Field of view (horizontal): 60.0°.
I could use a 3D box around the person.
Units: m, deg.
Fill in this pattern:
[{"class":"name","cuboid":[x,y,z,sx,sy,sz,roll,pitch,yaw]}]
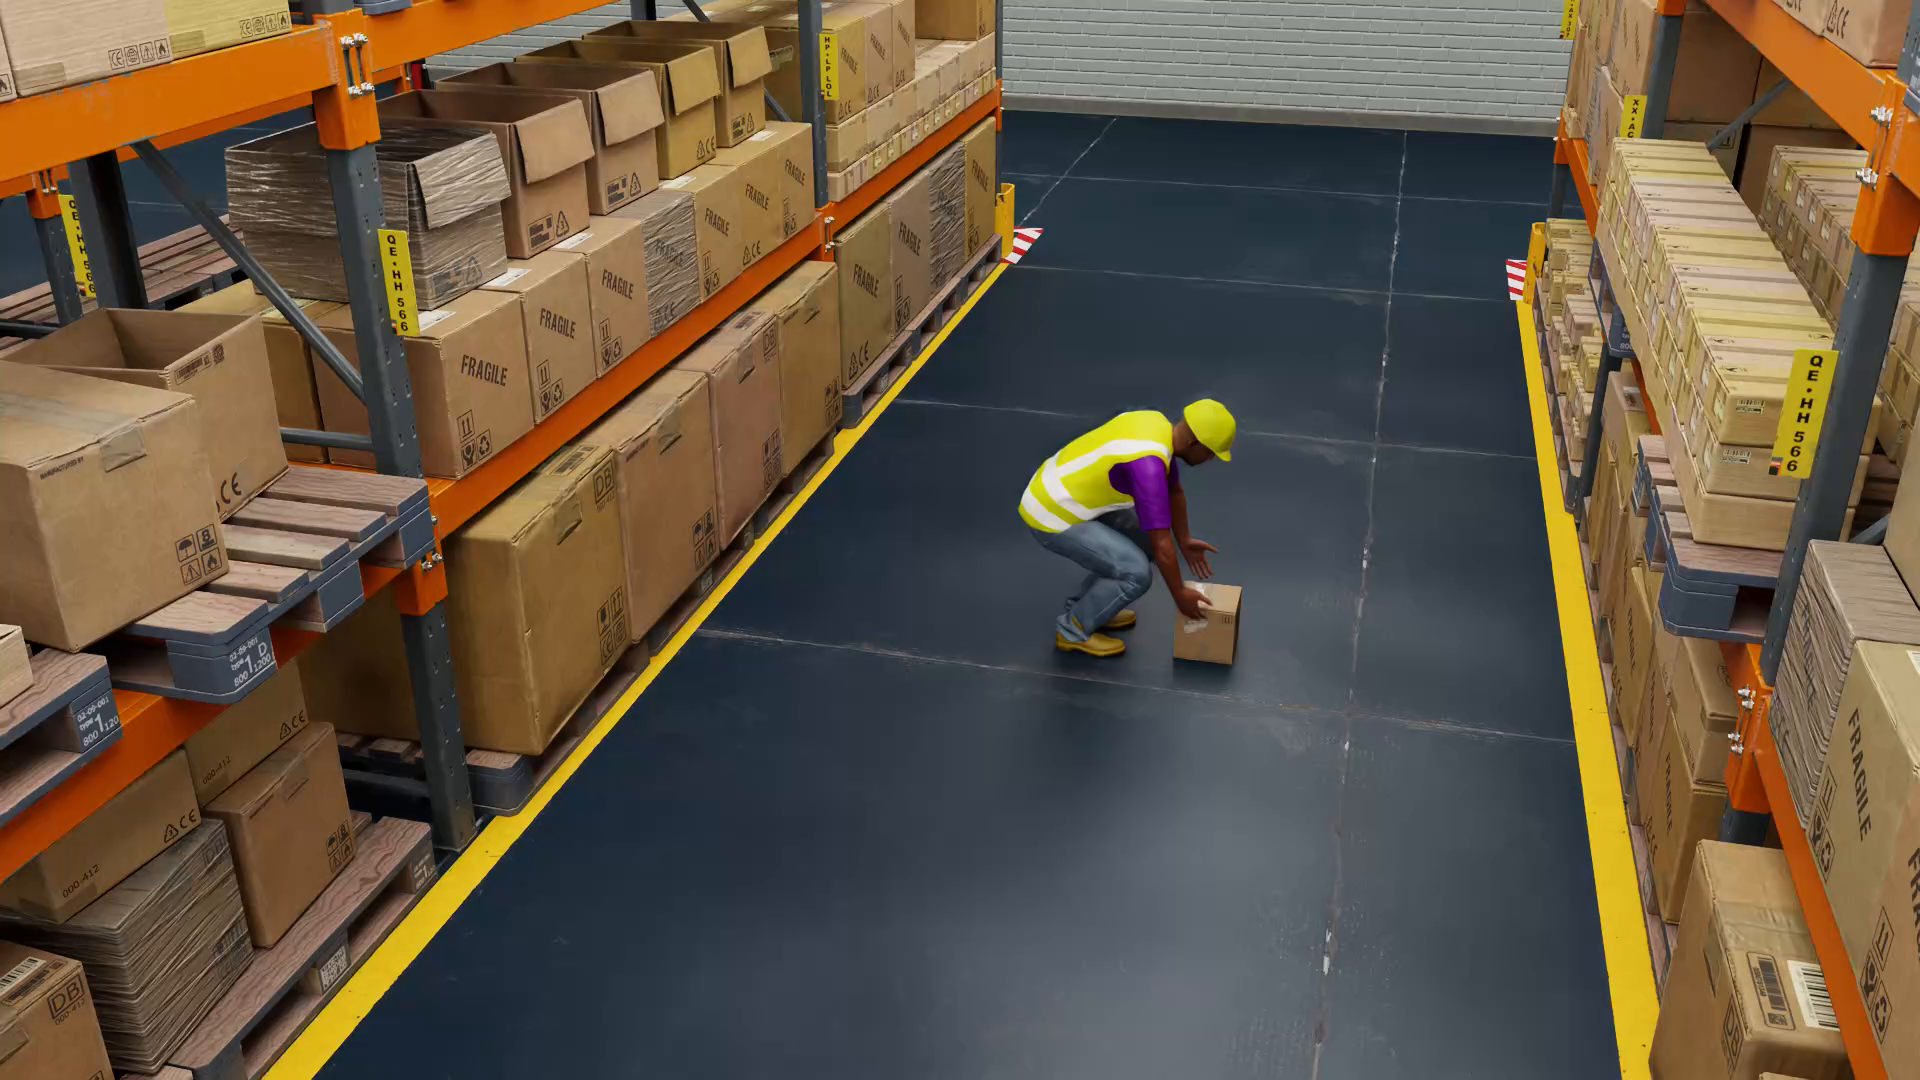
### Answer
[{"class":"person","cuboid":[0.700,-0.095,7.054,0.869,1.112,0.606,6,26,13]}]
